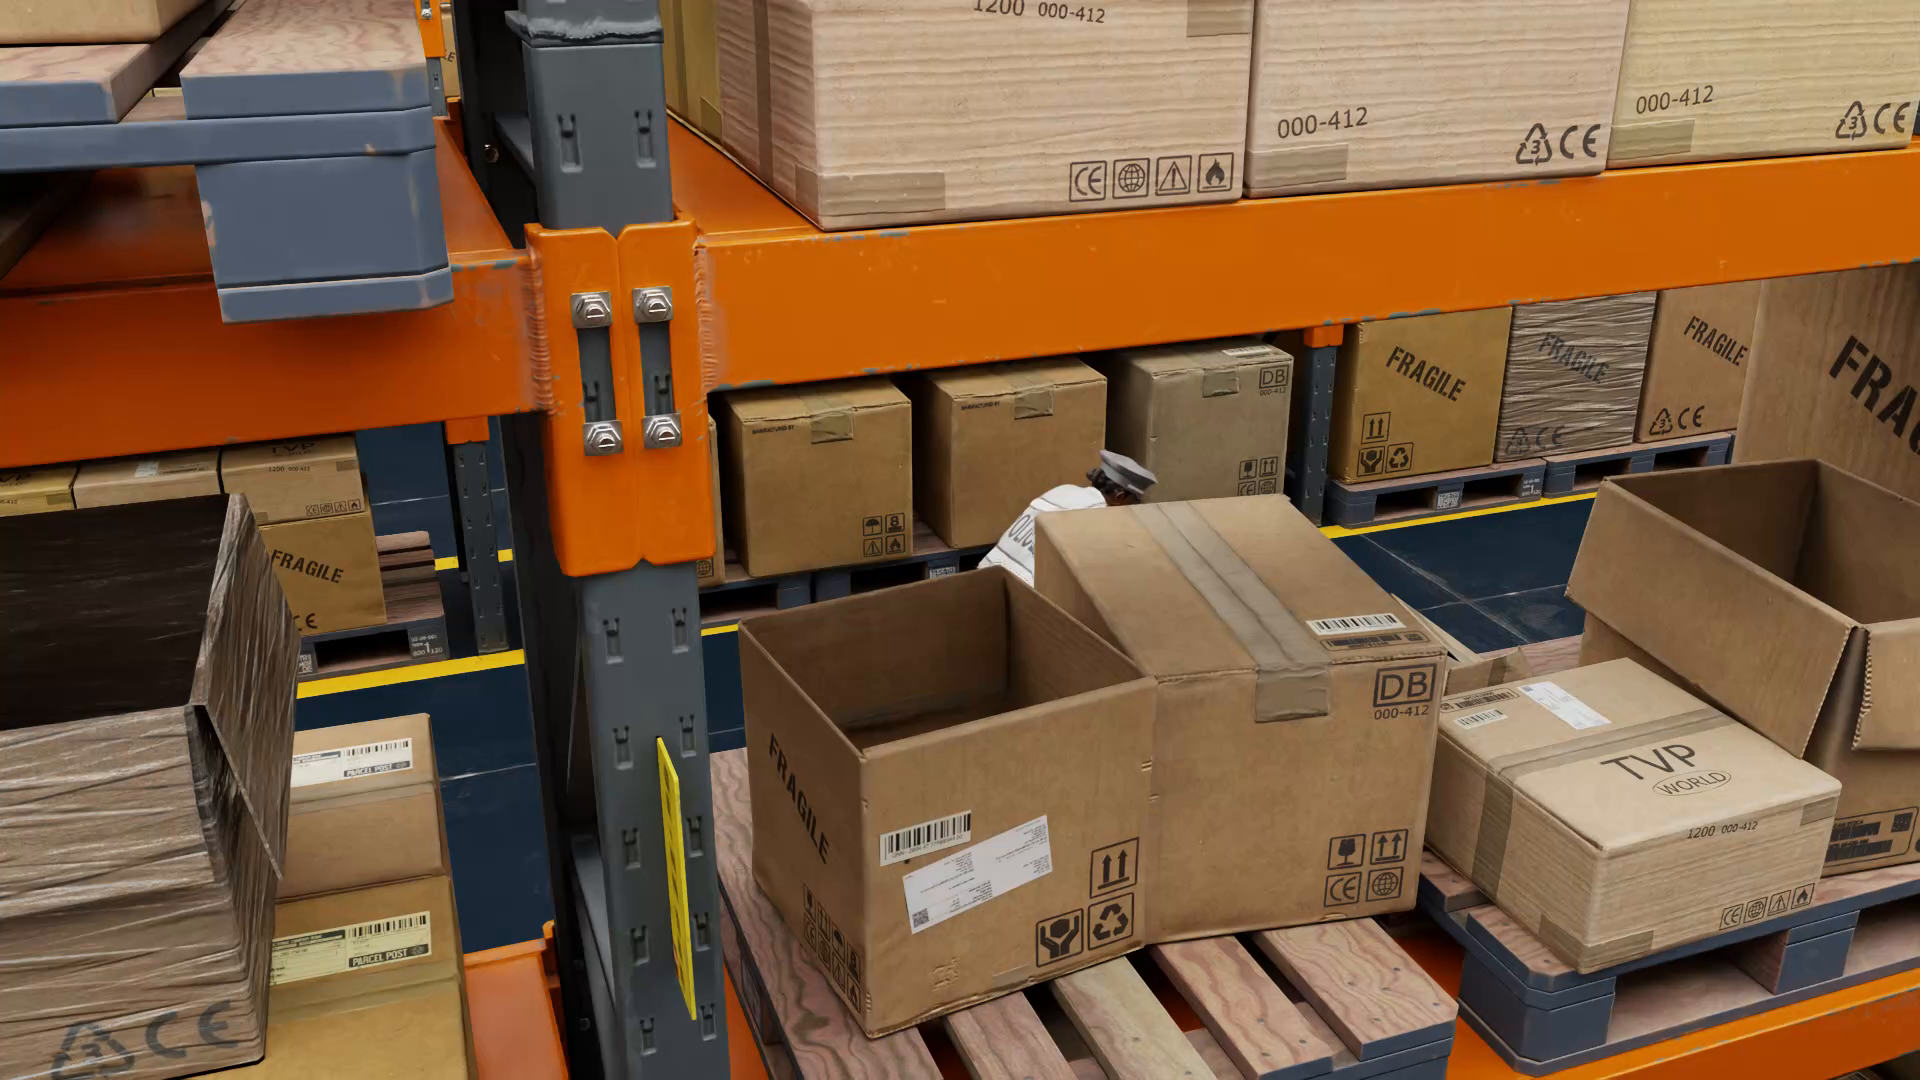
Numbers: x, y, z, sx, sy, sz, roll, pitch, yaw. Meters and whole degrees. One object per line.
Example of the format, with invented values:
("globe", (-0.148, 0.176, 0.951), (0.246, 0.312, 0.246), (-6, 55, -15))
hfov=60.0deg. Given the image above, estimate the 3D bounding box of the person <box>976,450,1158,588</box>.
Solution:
("person", (0.450, 0.154, 6.643), (0.866, 0.972, 0.466), (-9, 24, -20))
